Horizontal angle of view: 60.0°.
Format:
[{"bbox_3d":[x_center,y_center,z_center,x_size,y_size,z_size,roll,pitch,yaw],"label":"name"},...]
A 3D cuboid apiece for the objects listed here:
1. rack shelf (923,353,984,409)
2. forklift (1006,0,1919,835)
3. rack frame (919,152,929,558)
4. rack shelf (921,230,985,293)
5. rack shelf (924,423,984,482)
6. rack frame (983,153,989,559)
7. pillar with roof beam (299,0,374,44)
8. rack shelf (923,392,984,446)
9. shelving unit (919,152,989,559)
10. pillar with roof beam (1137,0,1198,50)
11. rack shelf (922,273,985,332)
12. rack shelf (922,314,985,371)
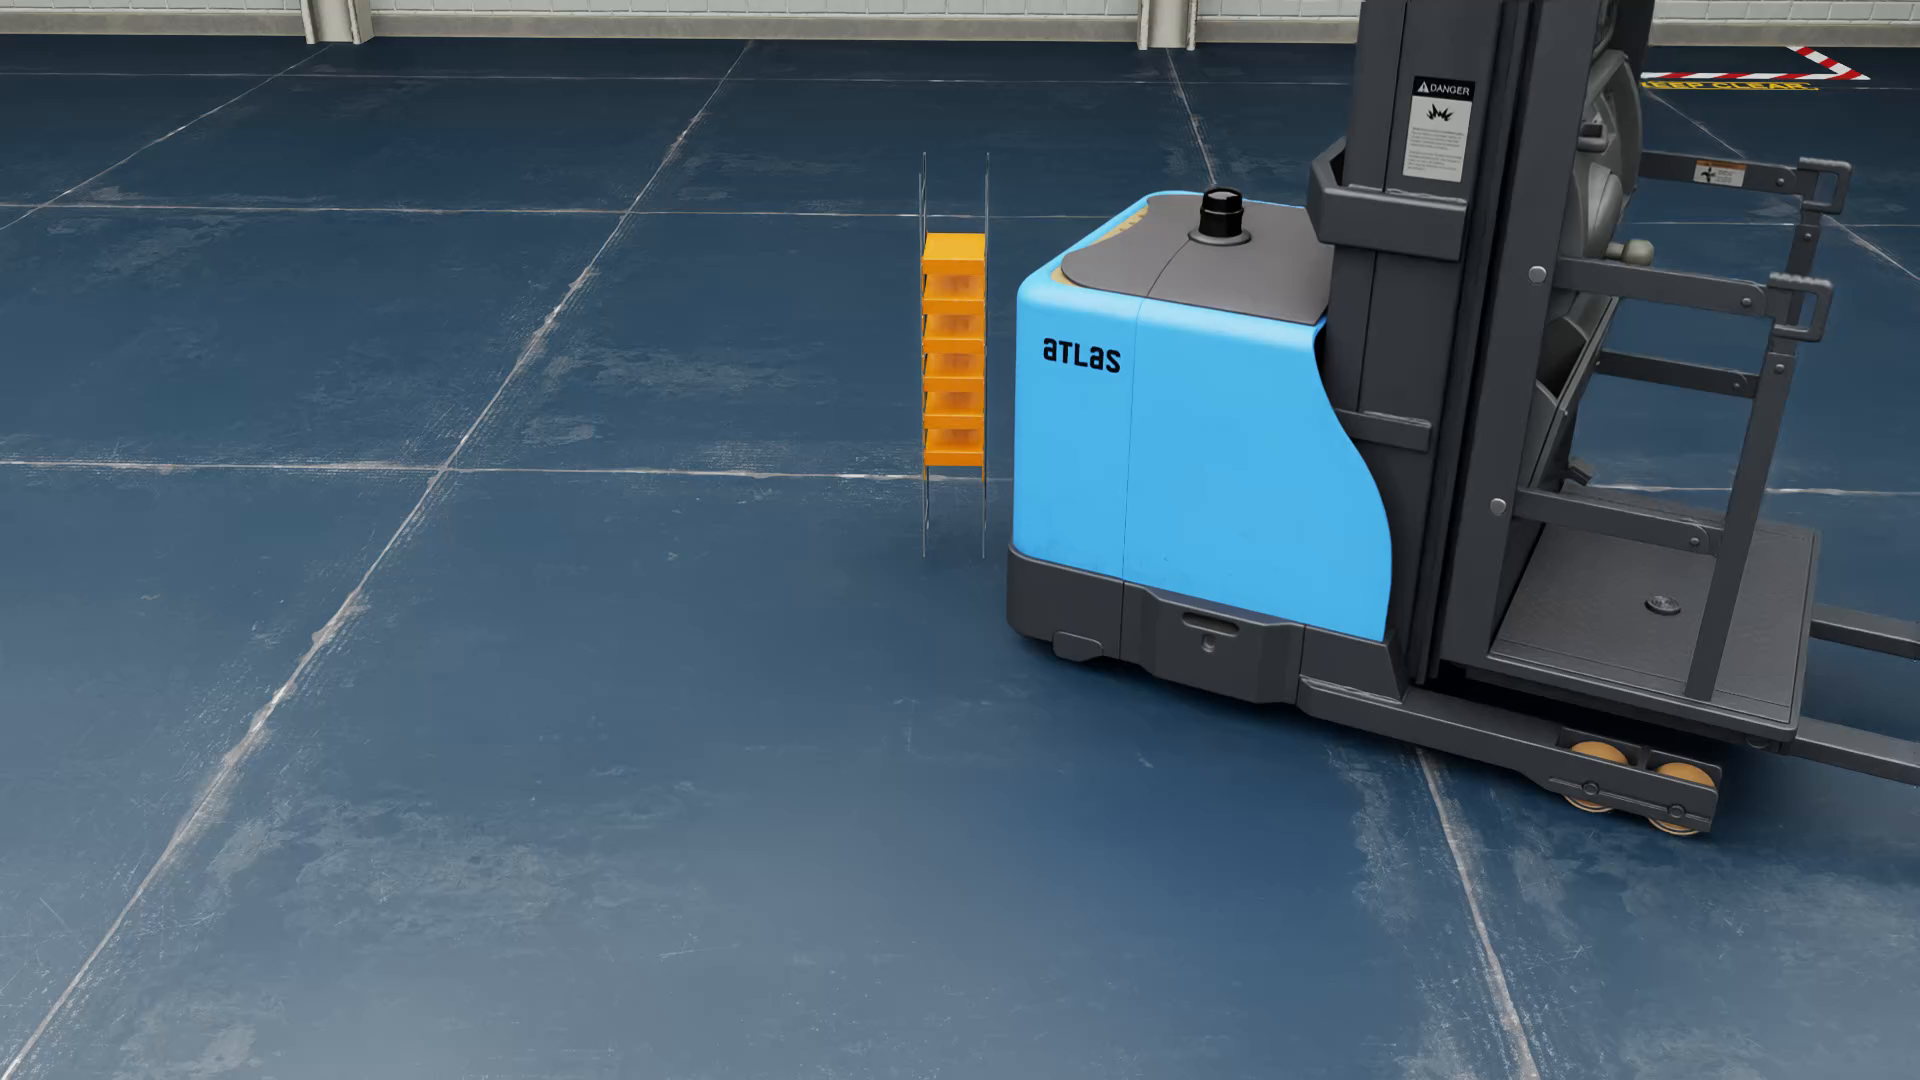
[{"bbox_3d":[-0.014,-0.491,4.990,0.180,0.103,0.258,1,28,2],"label":"rack shelf"},{"bbox_3d":[1.680,-0.882,3.785,3.031,2.935,1.130,14,31,24],"label":"forklift"},{"bbox_3d":[-0.106,-0.532,4.972,0.006,1.200,0.240,1,28,2],"label":"rack frame"},{"bbox_3d":[-0.014,-0.809,4.822,0.180,0.103,0.258,1,28,2],"label":"rack shelf"},{"bbox_3d":[-0.014,-0.279,5.103,0.180,0.103,0.258,1,28,2],"label":"rack shelf"},{"bbox_3d":[0.077,-0.529,4.967,0.006,1.200,0.240,1,28,2],"label":"rack frame"},{"bbox_3d":[-4.671,-5.616,6.237,0.400,9.000,9.100,1,28,2],"label":"pillar with roof beam"},{"bbox_3d":[-0.014,-0.385,5.046,0.180,0.103,0.258,1,28,2],"label":"rack shelf"},{"bbox_3d":[-0.014,-0.530,4.969,0.189,1.200,0.258,1,28,2],"label":"shelving unit"},{"bbox_3d":[1.326,-5.517,6.050,0.400,9.000,9.100,1,28,2],"label":"pillar with roof beam"},{"bbox_3d":[-0.014,-0.703,4.878,0.180,0.103,0.258,1,28,2],"label":"rack shelf"},{"bbox_3d":[-0.014,-0.597,4.934,0.180,0.103,0.258,1,28,2],"label":"rack shelf"}]
